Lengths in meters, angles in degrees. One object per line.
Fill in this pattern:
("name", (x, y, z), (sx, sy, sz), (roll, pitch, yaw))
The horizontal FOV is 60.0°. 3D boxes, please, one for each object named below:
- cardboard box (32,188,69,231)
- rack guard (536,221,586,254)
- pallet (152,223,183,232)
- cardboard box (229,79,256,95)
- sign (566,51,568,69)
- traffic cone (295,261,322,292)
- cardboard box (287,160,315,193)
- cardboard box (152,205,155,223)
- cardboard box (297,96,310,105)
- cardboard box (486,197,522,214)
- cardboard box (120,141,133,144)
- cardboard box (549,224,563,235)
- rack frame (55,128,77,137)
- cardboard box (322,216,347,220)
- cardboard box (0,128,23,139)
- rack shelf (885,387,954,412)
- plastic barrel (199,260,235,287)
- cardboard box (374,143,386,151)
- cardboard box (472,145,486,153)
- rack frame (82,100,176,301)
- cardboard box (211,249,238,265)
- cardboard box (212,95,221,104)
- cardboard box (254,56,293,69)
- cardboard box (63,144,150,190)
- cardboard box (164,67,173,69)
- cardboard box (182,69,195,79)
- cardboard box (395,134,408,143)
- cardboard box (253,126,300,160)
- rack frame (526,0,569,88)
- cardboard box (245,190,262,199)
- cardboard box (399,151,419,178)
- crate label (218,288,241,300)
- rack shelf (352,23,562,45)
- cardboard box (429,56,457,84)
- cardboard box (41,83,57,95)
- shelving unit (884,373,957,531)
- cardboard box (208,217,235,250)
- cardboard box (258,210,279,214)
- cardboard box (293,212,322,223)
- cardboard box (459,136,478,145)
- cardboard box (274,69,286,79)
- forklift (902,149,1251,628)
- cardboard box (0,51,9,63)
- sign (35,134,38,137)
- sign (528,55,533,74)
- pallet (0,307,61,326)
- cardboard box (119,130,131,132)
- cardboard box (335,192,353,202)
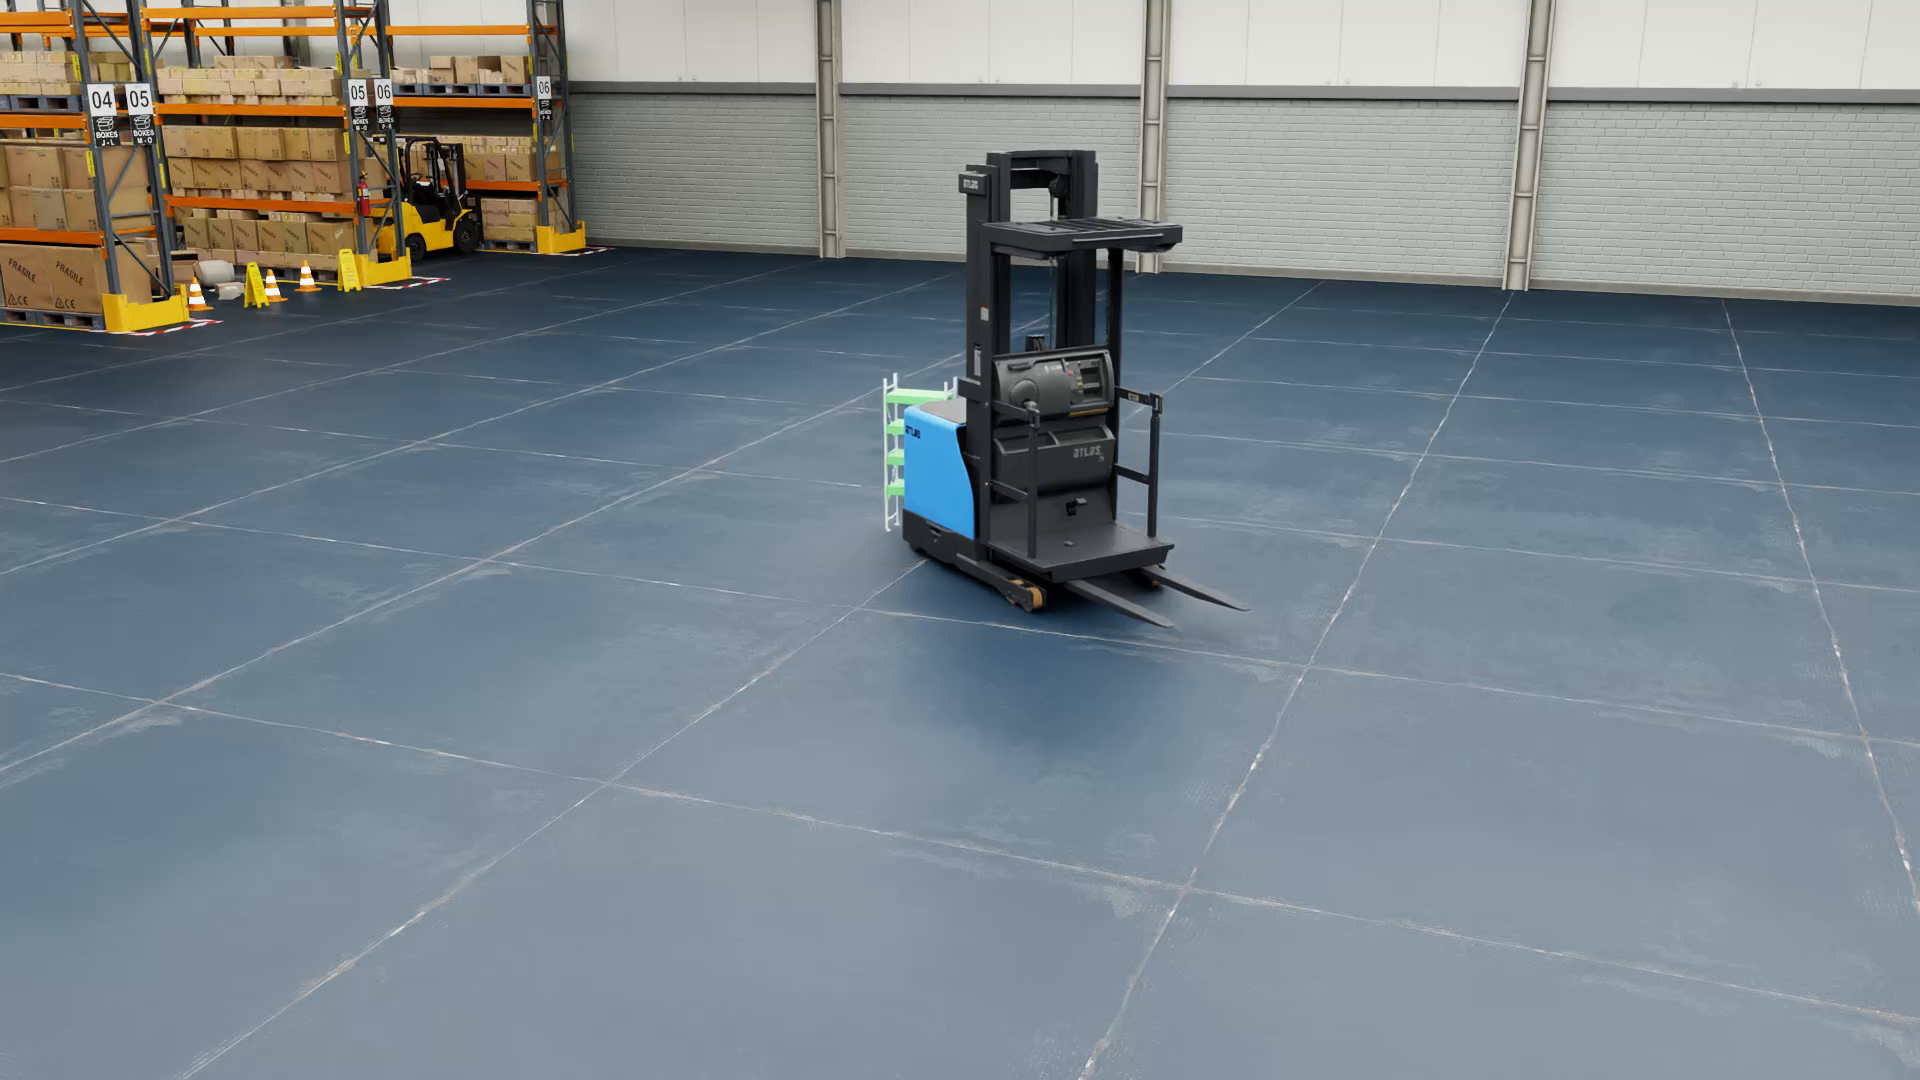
("cardboard box", (-12.026, -4.533, 22.638), (0.550, 0.550, 0.875), (6, 17, 21))
("rack guard", (-7.582, -5.763, 31.628), (0.348, 0.500, 1.175), (6, 17, 21))
("pallet", (-16.858, -6.656, 35.224), (1.213, 0.211, 1.003), (6, 17, 21))
("cardboard box", (-11.419, -7.326, 26.885), (0.500, 0.250, 0.500), (6, 17, 21))
("sign", (-7.395, -9.007, 31.230), (0.005, 0.325, 0.100), (6, 17, 21))
("traffic cone", (-10.295, -4.169, 26.205), (0.334, 0.463, 0.336), (6, 17, 21))
("cardboard box", (-10.492, -5.905, 26.922), (0.500, 0.500, 0.500), (6, 17, 21))
("cardboard box", (-16.468, -6.880, 34.721), (0.500, 0.500, 0.500), (7, 18, 23))
("cardboard box", (-10.335, -7.015, 26.527), (0.250, 0.149, 0.380), (7, 18, 22))
("cardboard box", (-8.624, -6.344, 31.531), (0.500, 0.250, 0.500), (7, 17, 22))
("cardboard box", (-14.119, -6.518, 28.279), (0.500, 0.500, 0.500), (6, 17, 21))
("cardboard box", (-7.989, -5.948, 31.960), (0.500, 0.250, 0.500), (6, 17, 21))
("rack frame", (-18.767, -8.193, 35.516), (0.127, 3.000, 1.000), (6, 17, 21))
("cardboard box", (-10.581, -5.128, 27.792), (0.500, 0.500, 0.500), (6, 17, 19))
("cardboard box", (-17.233, -7.138, 29.910), (0.500, 0.500, 0.500), (6, 17, 19))
("rack shelf", (-0.302, -1.054, 12.660), (0.480, 0.148, 0.258), (5, 17, 18))
("plastic barrel", (-11.899, -4.259, 26.586), (0.512, 0.421, 0.421), (-9, 18, -27))
("cardboard box", (-11.125, -7.634, 32.245), (0.250, 0.149, 0.380), (6, 17, 20))
("cardboard box", (-8.989, -7.392, 31.414), (0.250, 0.149, 0.380), (6, 17, 19))
("rack frame", (-11.144, -4.384, 22.394), (0.127, 3.000, 1.000), (6, 17, 21))
("cardboard box", (-12.192, -4.786, 27.959), (0.500, 0.250, 0.500), (7, 18, 24))
("cardboard box", (-11.986, -7.207, 27.191), (0.250, 0.149, 0.380), (6, 17, 19))
("cardboard box", (-13.515, -9.281, 32.770), (0.500, 0.500, 0.500), (7, 17, 22))
("cardboard box", (-11.475, -5.022, 22.388), (0.550, 0.550, 0.875), (6, 17, 21))
("cardboard box", (-15.946, -9.514, 33.704), (0.250, 0.149, 0.380), (6, 17, 19))
("cardboard box", (-12.475, -7.625, 27.198), (0.250, 0.149, 0.380), (6, 17, 19))
("cardboard box", (-10.855, -7.769, 32.178), (0.250, 0.149, 0.380), (7, 17, 21))
("cardboard box", (-10.958, -6.424, 26.915), (0.500, 0.500, 0.700), (6, 17, 20))
("rack frame", (-7.604, -9.847, 30.451), (0.127, 3.000, 1.000), (6, 17, 21))
("cardboard box", (-11.536, -5.699, 27.376), (0.250, 0.149, 0.380), (6, 17, 20))
("cardboard box", (-10.518, -7.261, 32.125), (0.500, 0.500, 0.500), (7, 17, 22))
("crate label", (-11.140, -3.754, 25.360), (0.298, 0.136, 0.250), (-2, 16, -8))
("rack shelf", (-9.465, -9.514, 31.312), (4.000, 0.370, 1.077), (6, 17, 21))
("cardboard box", (-9.552, -8.888, 31.411), (0.637, 0.503, 0.797), (7, 18, 22))
("cardboard box", (-11.812, -5.926, 21.842), (0.250, 0.149, 0.380), (6, 17, 21))
("shelving unit", (-0.302, -0.655, 12.776), (0.503, 1.200, 0.258), (5, 17, 18))
("cardboard box", (-12.191, -5.146, 27.854), (0.500, 0.500, 0.500), (7, 18, 23))
("cardboard box", (-13.860, -6.713, 33.924), (0.625, 0.625, 0.875), (7, 18, 22))
("cardboard box", (-10.629, -5.265, 27.100), (0.250, 0.149, 0.380), (7, 18, 22))
("cardboard box", (-9.239, -7.555, 31.440), (0.250, 0.149, 0.380), (7, 17, 22))
("cardboard box", (-10.757, -7.463, 26.640), (0.250, 0.149, 0.380), (6, 17, 21))
("forklift", (0.759, -1.078, 11.129), (1.130, 2.935, 3.031), (-10, 19, -30))
("cardboard box", (-12.525, -6.387, 22.001), (0.250, 0.149, 0.380), (6, 17, 21))
("sign", (-16.674, -7.156, 30.009), (0.005, 0.325, 0.100), (6, 17, 21))
("sign", (-7.816, -8.654, 30.277), (0.005, 0.325, 0.100), (6, 17, 21))
("pallet", (-13.048, -3.231, 23.426), (1.213, 0.211, 1.003), (6, 17, 21))
("cardboard box", (-14.499, -7.015, 28.829), (0.250, 0.149, 0.380), (7, 18, 24))
("cardboard box", (-9.848, -5.540, 26.828), (0.250, 0.149, 0.380), (7, 18, 22))
